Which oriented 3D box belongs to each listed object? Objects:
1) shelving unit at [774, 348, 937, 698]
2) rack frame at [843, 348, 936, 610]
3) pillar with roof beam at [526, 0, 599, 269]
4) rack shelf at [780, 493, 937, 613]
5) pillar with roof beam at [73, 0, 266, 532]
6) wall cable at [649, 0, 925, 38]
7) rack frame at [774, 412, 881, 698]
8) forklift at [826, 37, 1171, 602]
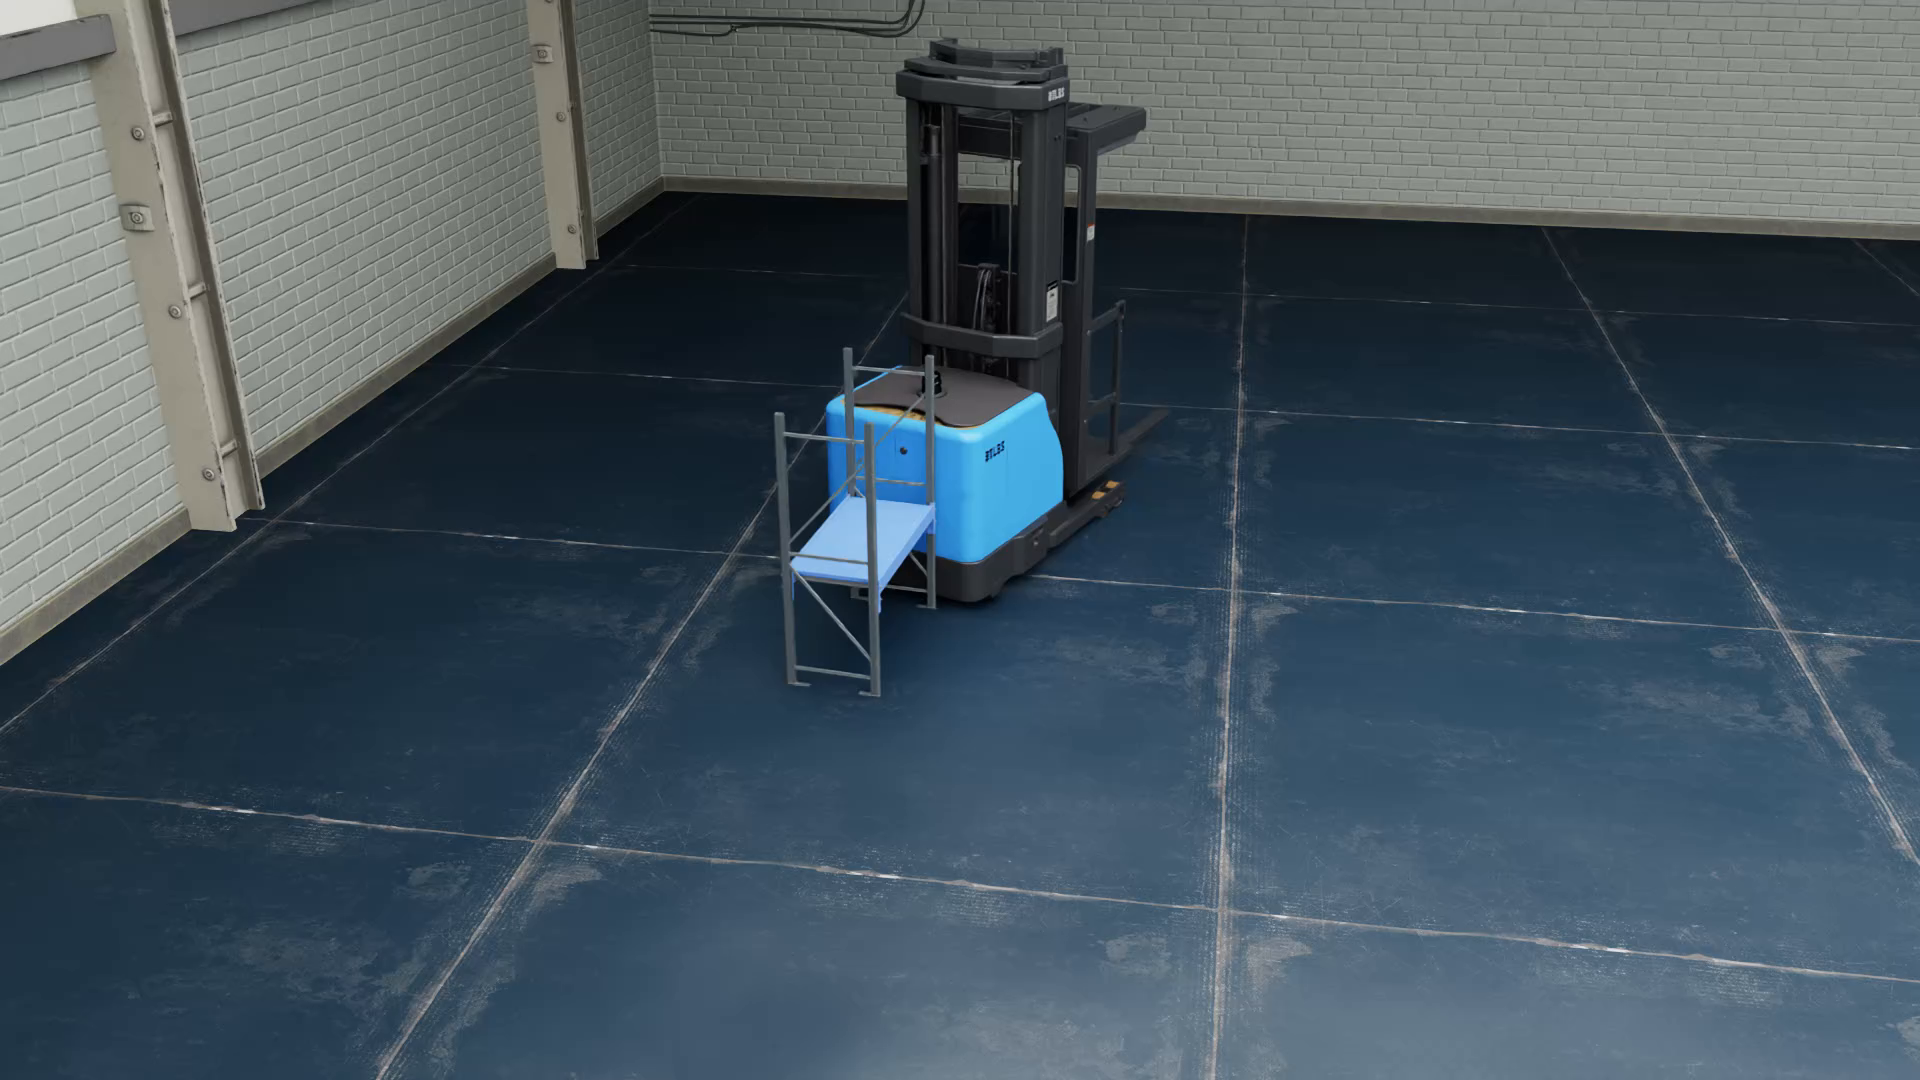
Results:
[{"bbox_3d":[-0.517,-0.111,8.718,0.538,1.500,1.048,7,26,14],"label":"shelving unit"},{"bbox_3d":[-0.381,-0.319,9.162,0.500,1.500,0.032,7,26,14],"label":"rack frame"},{"bbox_3d":[0.573,-6.432,13.376,9.100,9.000,0.400,4,25,9],"label":"pillar with roof beam"},{"bbox_3d":[-0.517,0.052,8.794,0.538,0.185,1.000,7,26,14],"label":"rack shelf"},{"bbox_3d":[-0.408,-3.922,8.015,9.100,9.000,0.400,4,25,9],"label":"pillar with roof beam"},{"bbox_3d":[-1.888,-6.464,17.108,3.097,2.526,0.112,4,25,9],"label":"wall cable"},{"bbox_3d":[-0.652,0.097,8.274,0.500,1.500,0.032,7,26,14],"label":"rack frame"},{"bbox_3d":[0.414,-1.561,10.128,1.130,2.935,3.031,14,29,28],"label":"forklift"}]
